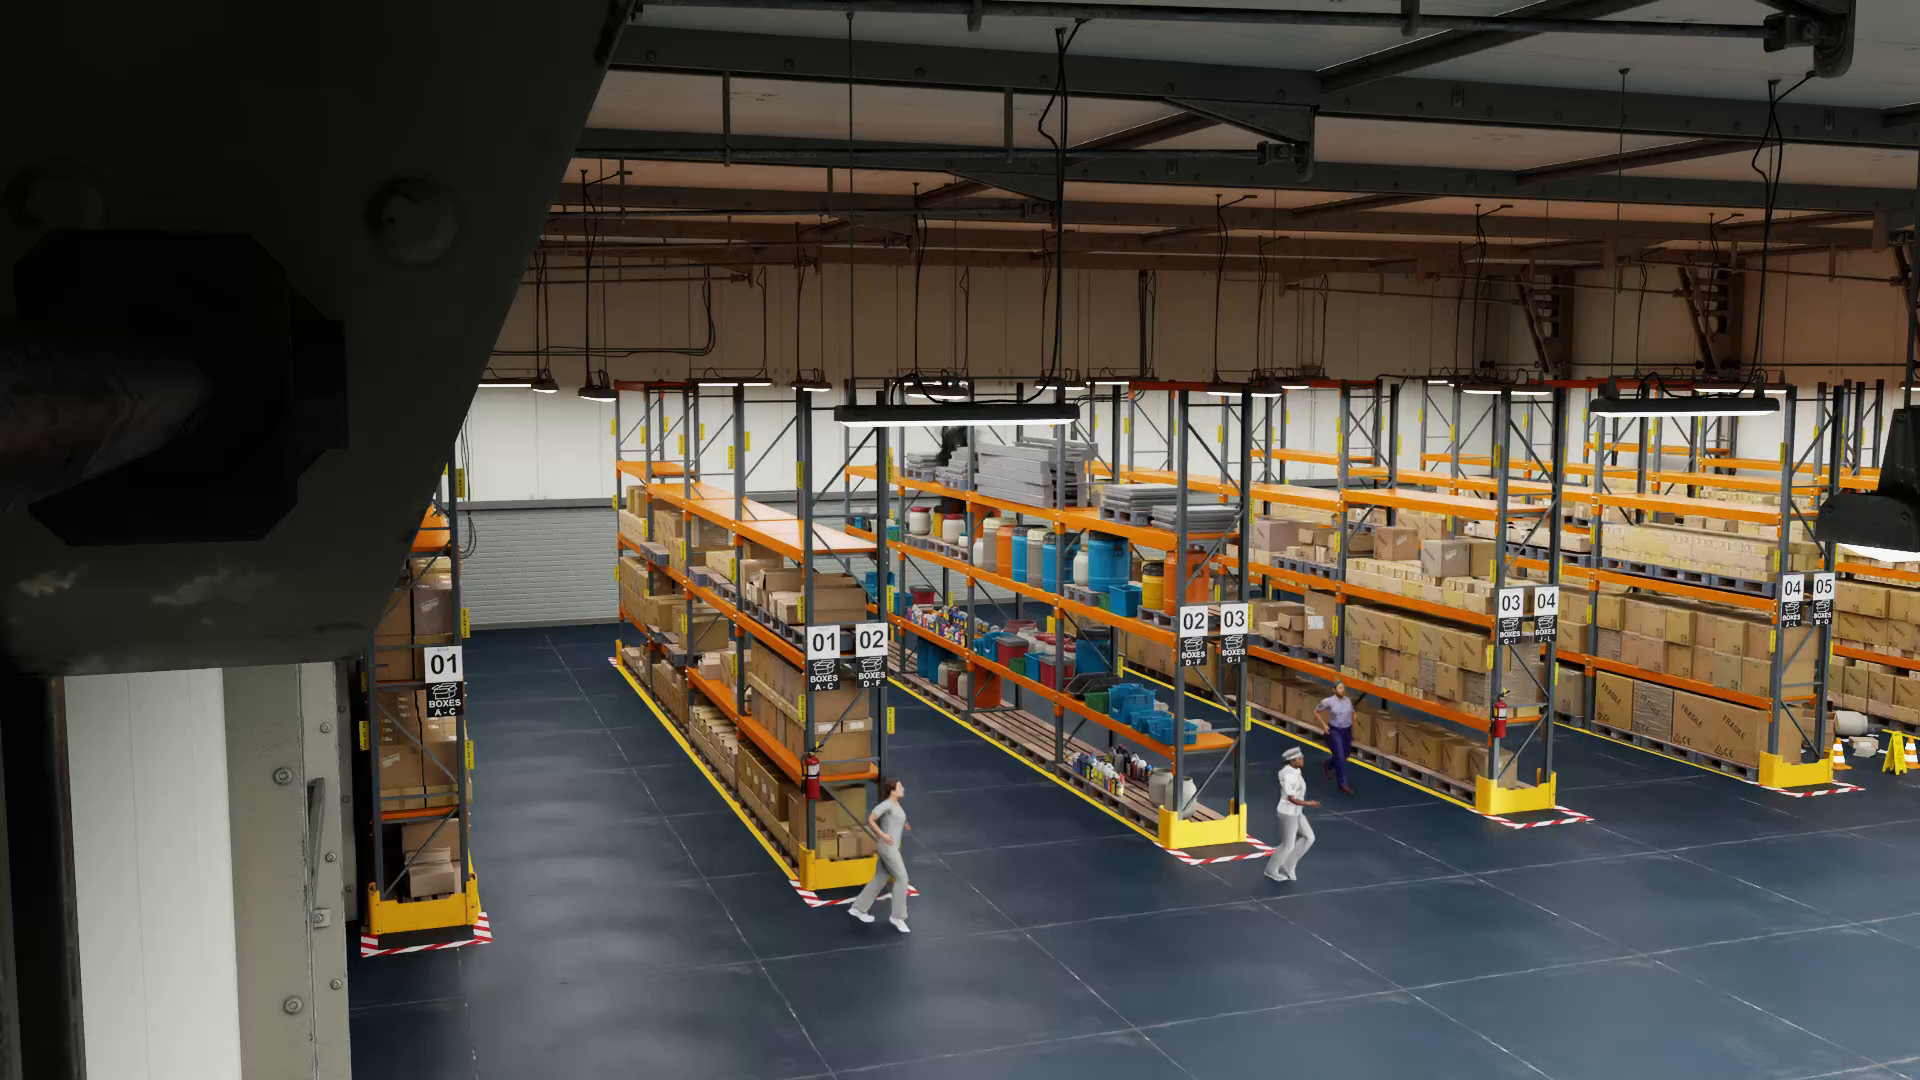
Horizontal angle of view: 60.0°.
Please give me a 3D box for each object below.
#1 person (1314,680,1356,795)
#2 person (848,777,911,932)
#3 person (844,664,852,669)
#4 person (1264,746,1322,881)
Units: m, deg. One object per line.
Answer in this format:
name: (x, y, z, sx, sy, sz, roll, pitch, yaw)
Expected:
person: (5.628, 2.896, 24.735, 0.615, 1.624, 0.881, -3, 7, -25)
person: (-0.882, 3.543, 18.842, 0.731, 1.716, 0.612, 1, 6, 5)
person: (-2.138, 2.383, 29.452, 0.579, 1.725, 0.703, -2, 7, -22)
person: (4.085, 3.360, 20.353, 0.678, 1.718, 0.597, 2, 6, 19)
